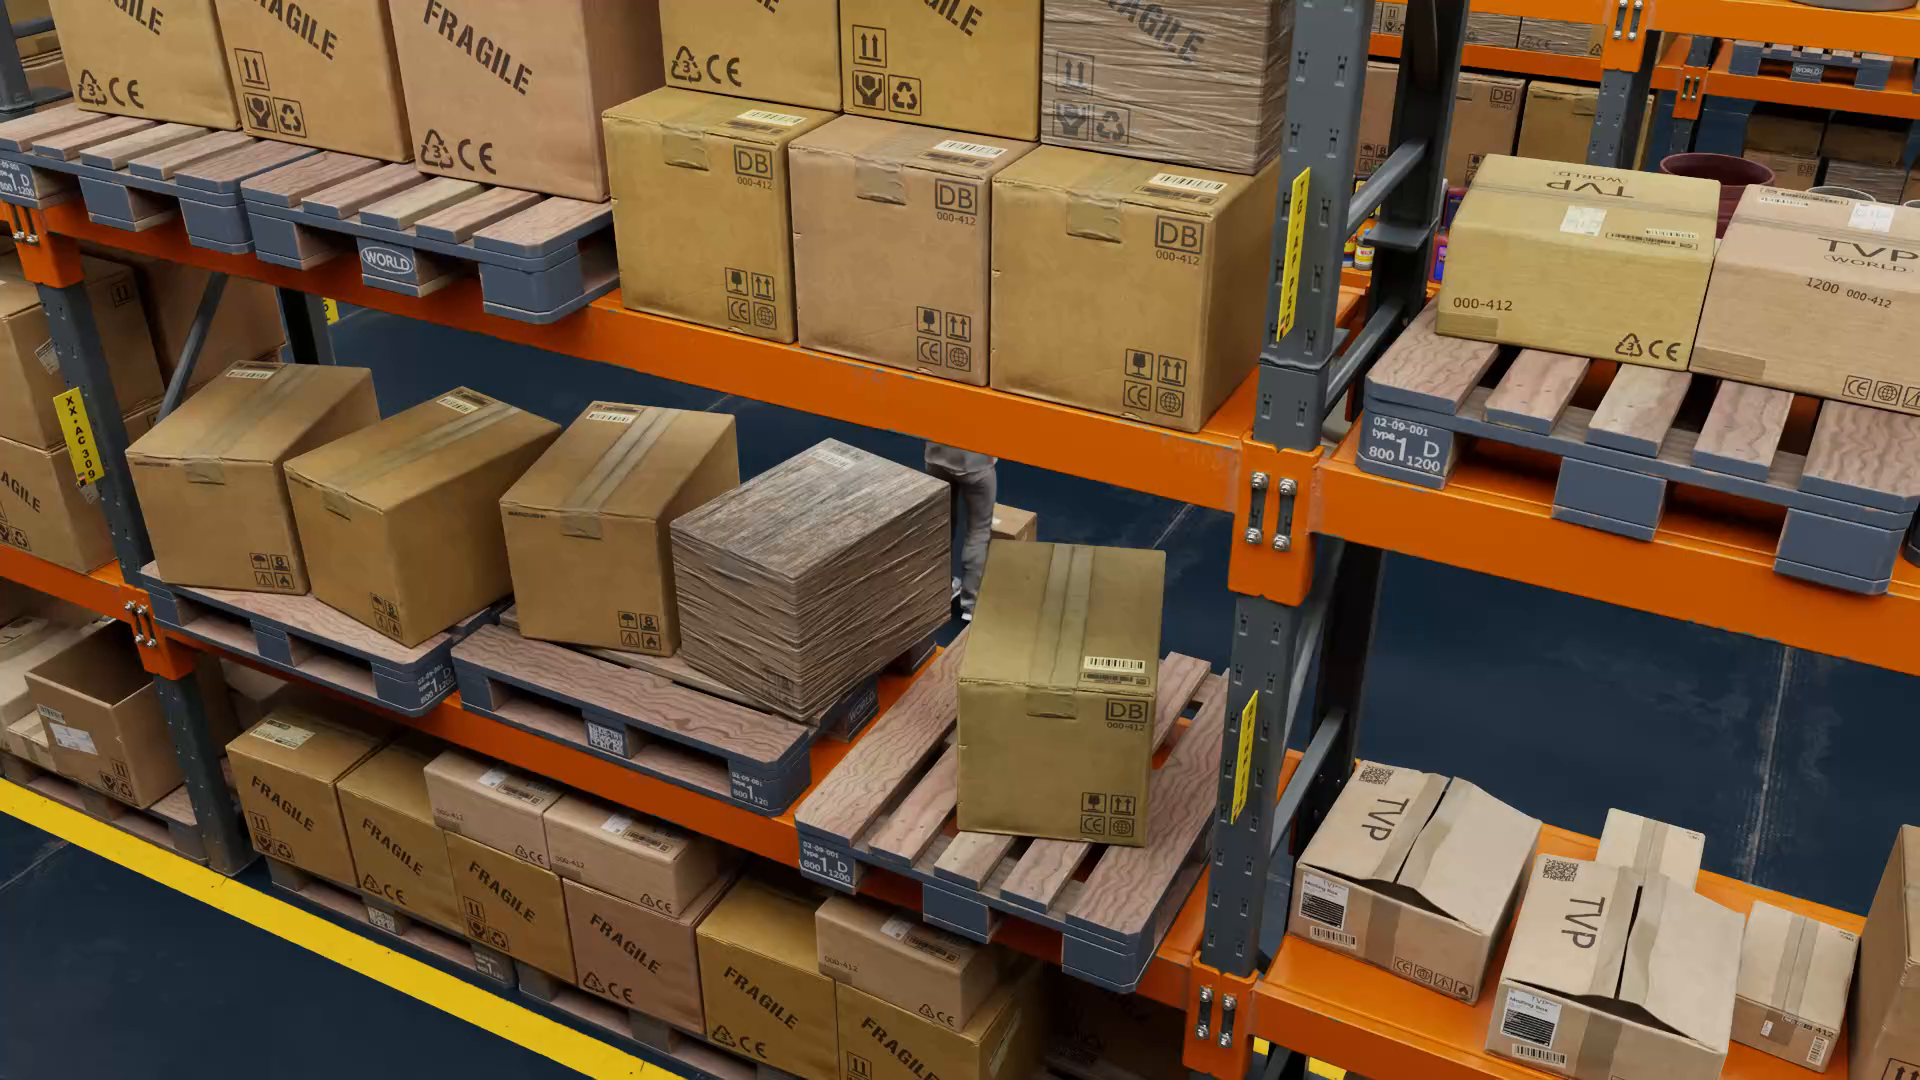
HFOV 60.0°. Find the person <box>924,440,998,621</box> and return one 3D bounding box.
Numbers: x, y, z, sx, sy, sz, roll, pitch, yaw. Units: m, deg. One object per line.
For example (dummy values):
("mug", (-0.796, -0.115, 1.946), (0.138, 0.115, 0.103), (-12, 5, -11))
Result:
("person", (-0.013, -0.345, 7.779), (0.407, 1.632, 0.318), (15, 34, 24))
